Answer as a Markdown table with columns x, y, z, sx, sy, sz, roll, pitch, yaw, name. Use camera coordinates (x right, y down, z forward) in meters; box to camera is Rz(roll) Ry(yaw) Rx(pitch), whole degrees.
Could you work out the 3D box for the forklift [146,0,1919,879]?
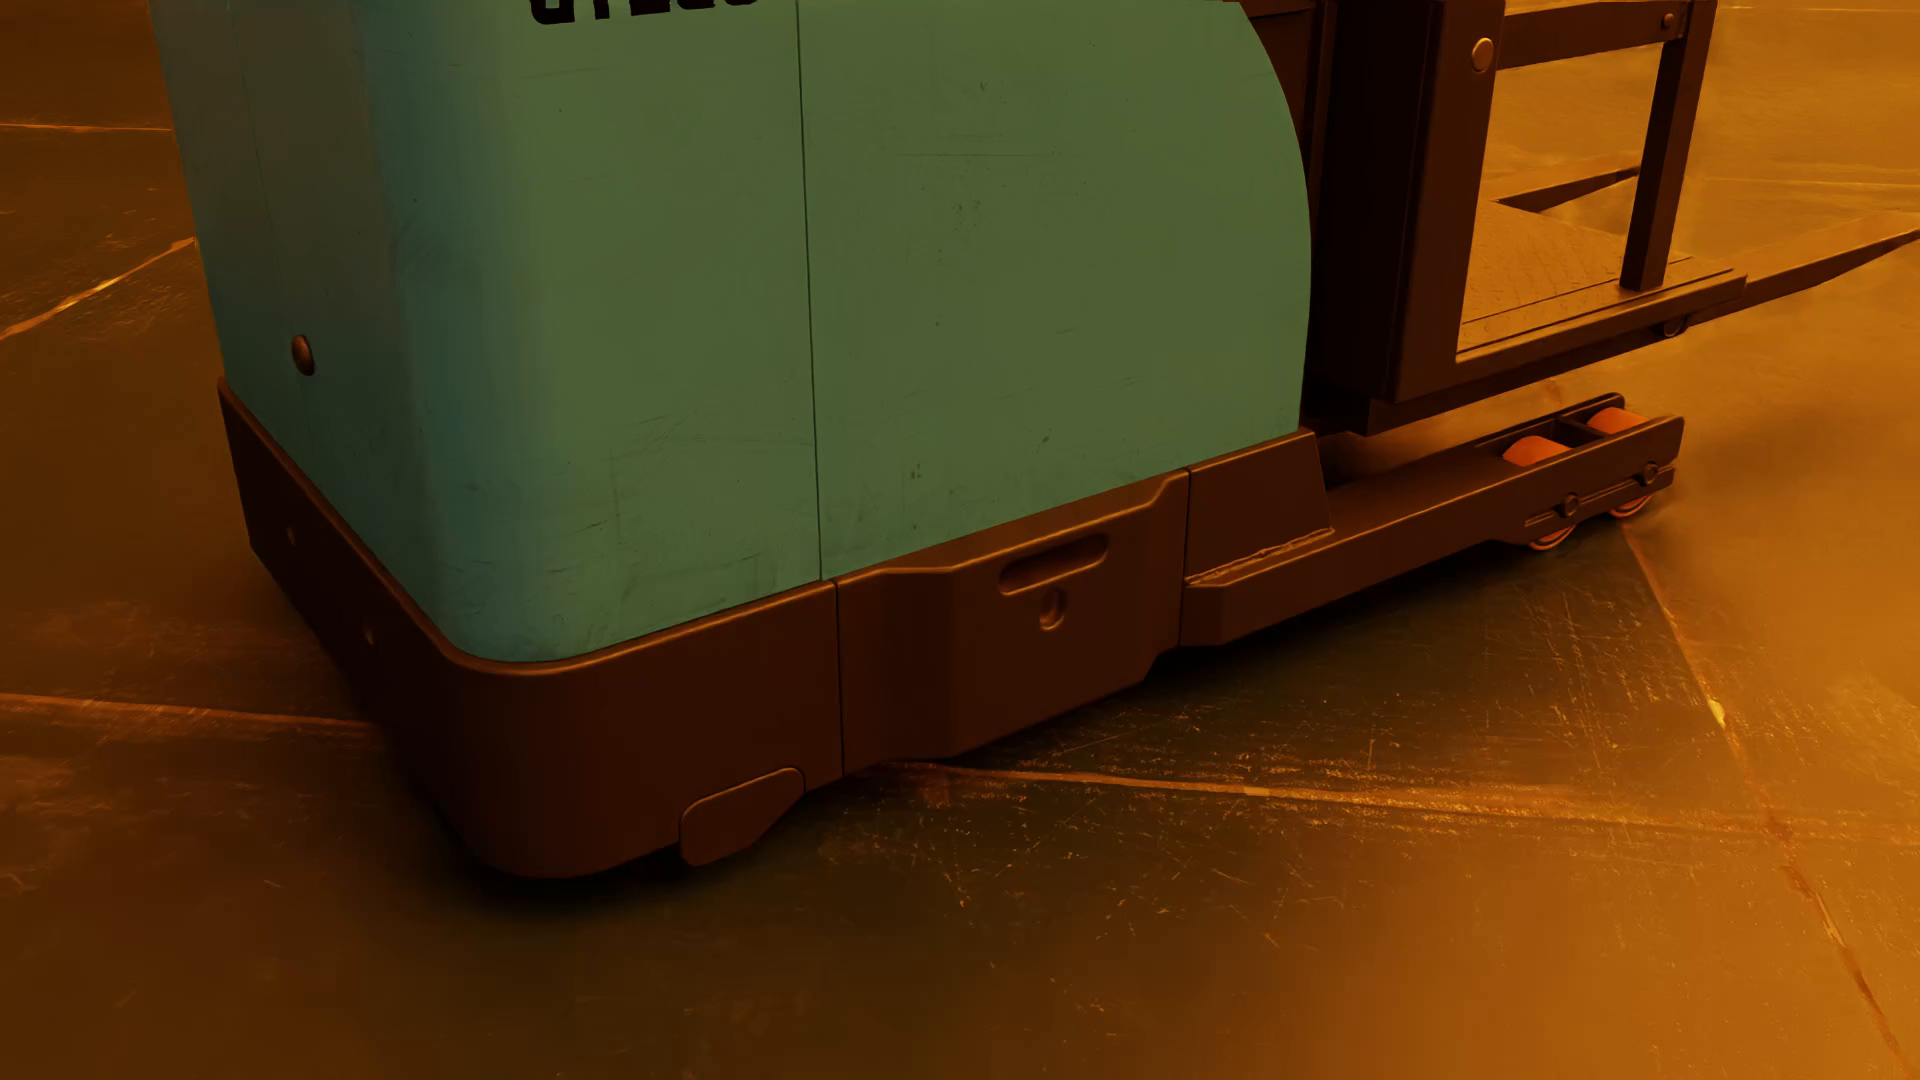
| x | y | z | sx | sy | sz | roll | pitch | yaw | name |
| --- | --- | --- | --- | --- | --- | --- | --- | --- | --- |
| 0.496 | -1.471 | 2.166 | 3.031 | 2.935 | 1.130 | -18 | 31 | -31 | forklift |
